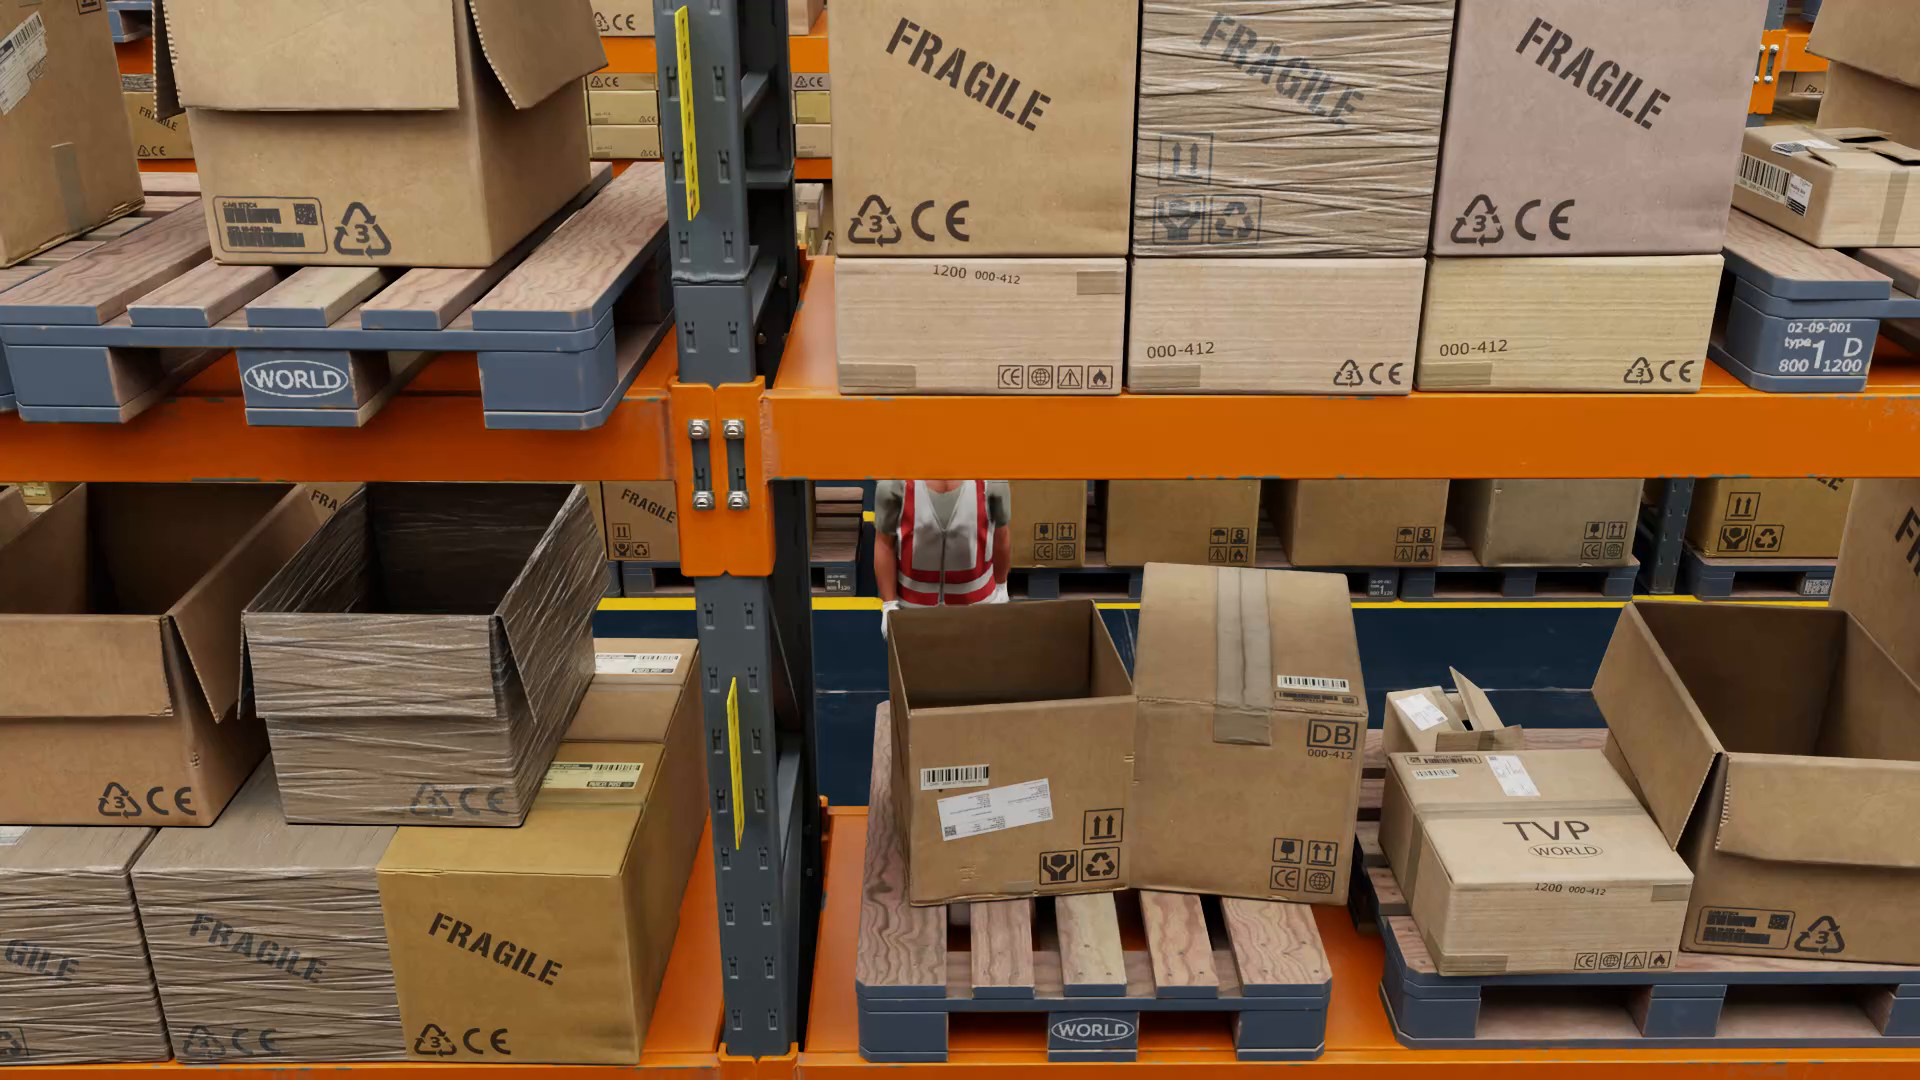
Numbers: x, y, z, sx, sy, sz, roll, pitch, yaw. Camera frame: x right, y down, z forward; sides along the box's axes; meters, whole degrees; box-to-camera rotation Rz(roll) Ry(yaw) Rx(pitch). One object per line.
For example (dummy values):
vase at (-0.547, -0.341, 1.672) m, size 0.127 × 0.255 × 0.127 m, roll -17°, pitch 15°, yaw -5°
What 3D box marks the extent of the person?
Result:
person at (-0.071, 0.261, 6.467) m, size 0.527 × 1.747 × 0.989 m, roll 1°, pitch 24°, yaw 3°
